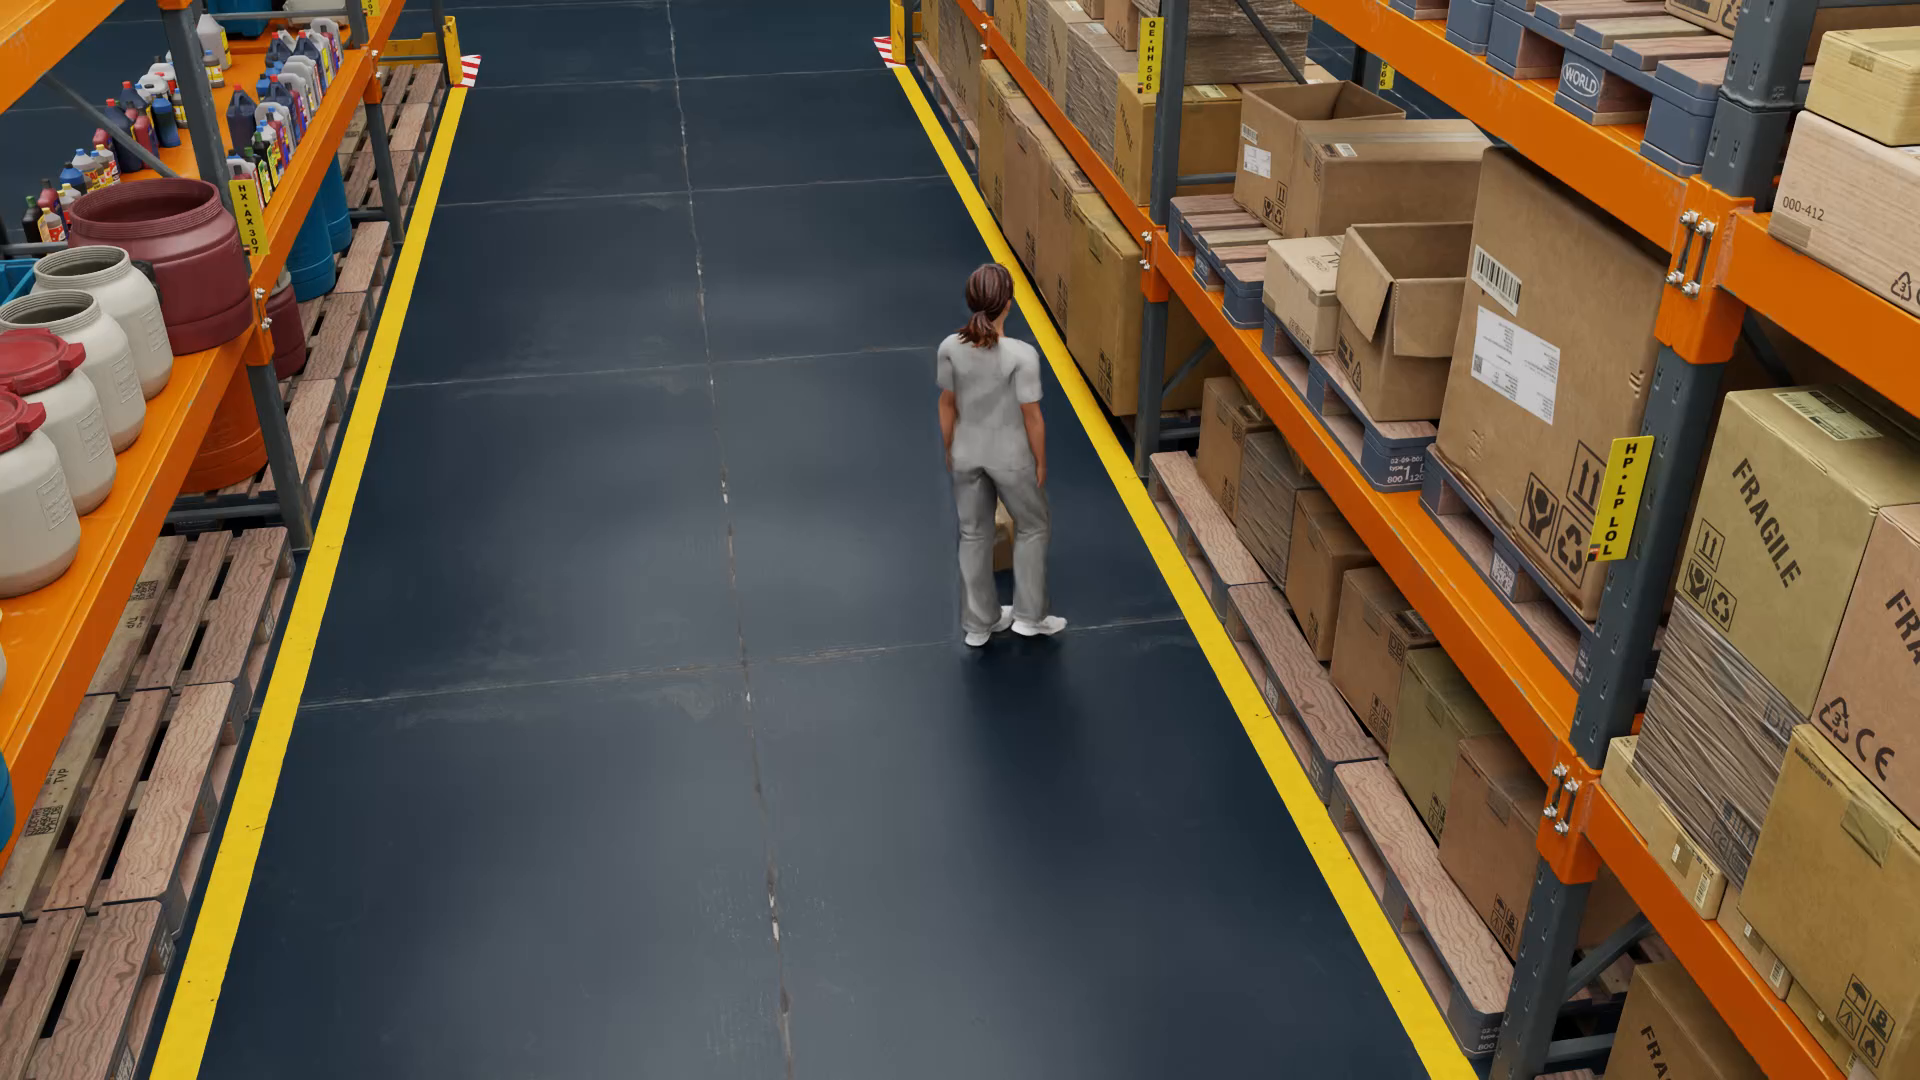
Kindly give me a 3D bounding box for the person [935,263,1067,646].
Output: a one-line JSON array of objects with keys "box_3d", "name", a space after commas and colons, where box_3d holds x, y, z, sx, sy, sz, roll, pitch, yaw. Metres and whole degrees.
[{"box_3d": [0.167, -0.304, 6.676, 0.502, 1.716, 0.441, 12, 33, 19], "name": "person"}]
